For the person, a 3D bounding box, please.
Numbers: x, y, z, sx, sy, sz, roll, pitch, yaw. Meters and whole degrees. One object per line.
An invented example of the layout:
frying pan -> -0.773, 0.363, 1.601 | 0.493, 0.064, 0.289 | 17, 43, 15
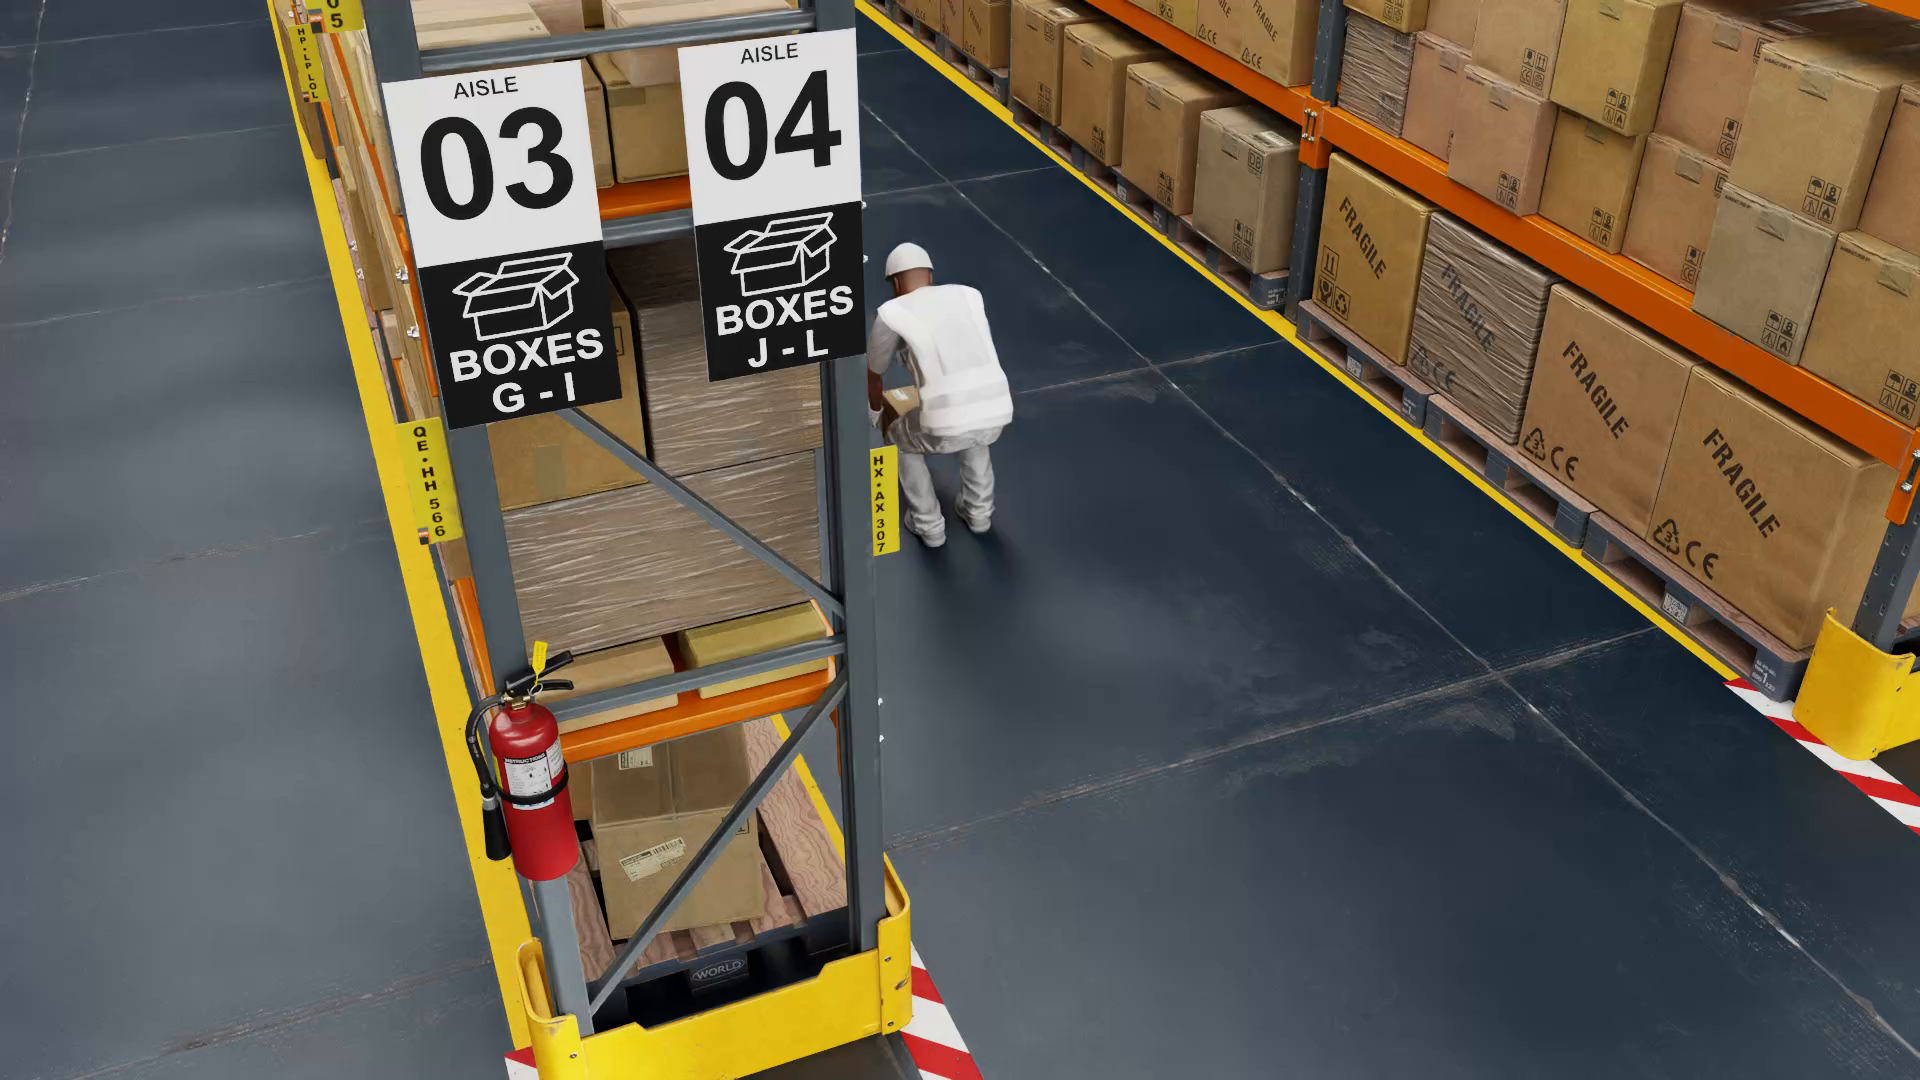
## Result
person -> -0.111, -0.628, 7.531 | 0.610, 1.293, 0.823 | -13, 35, -19
